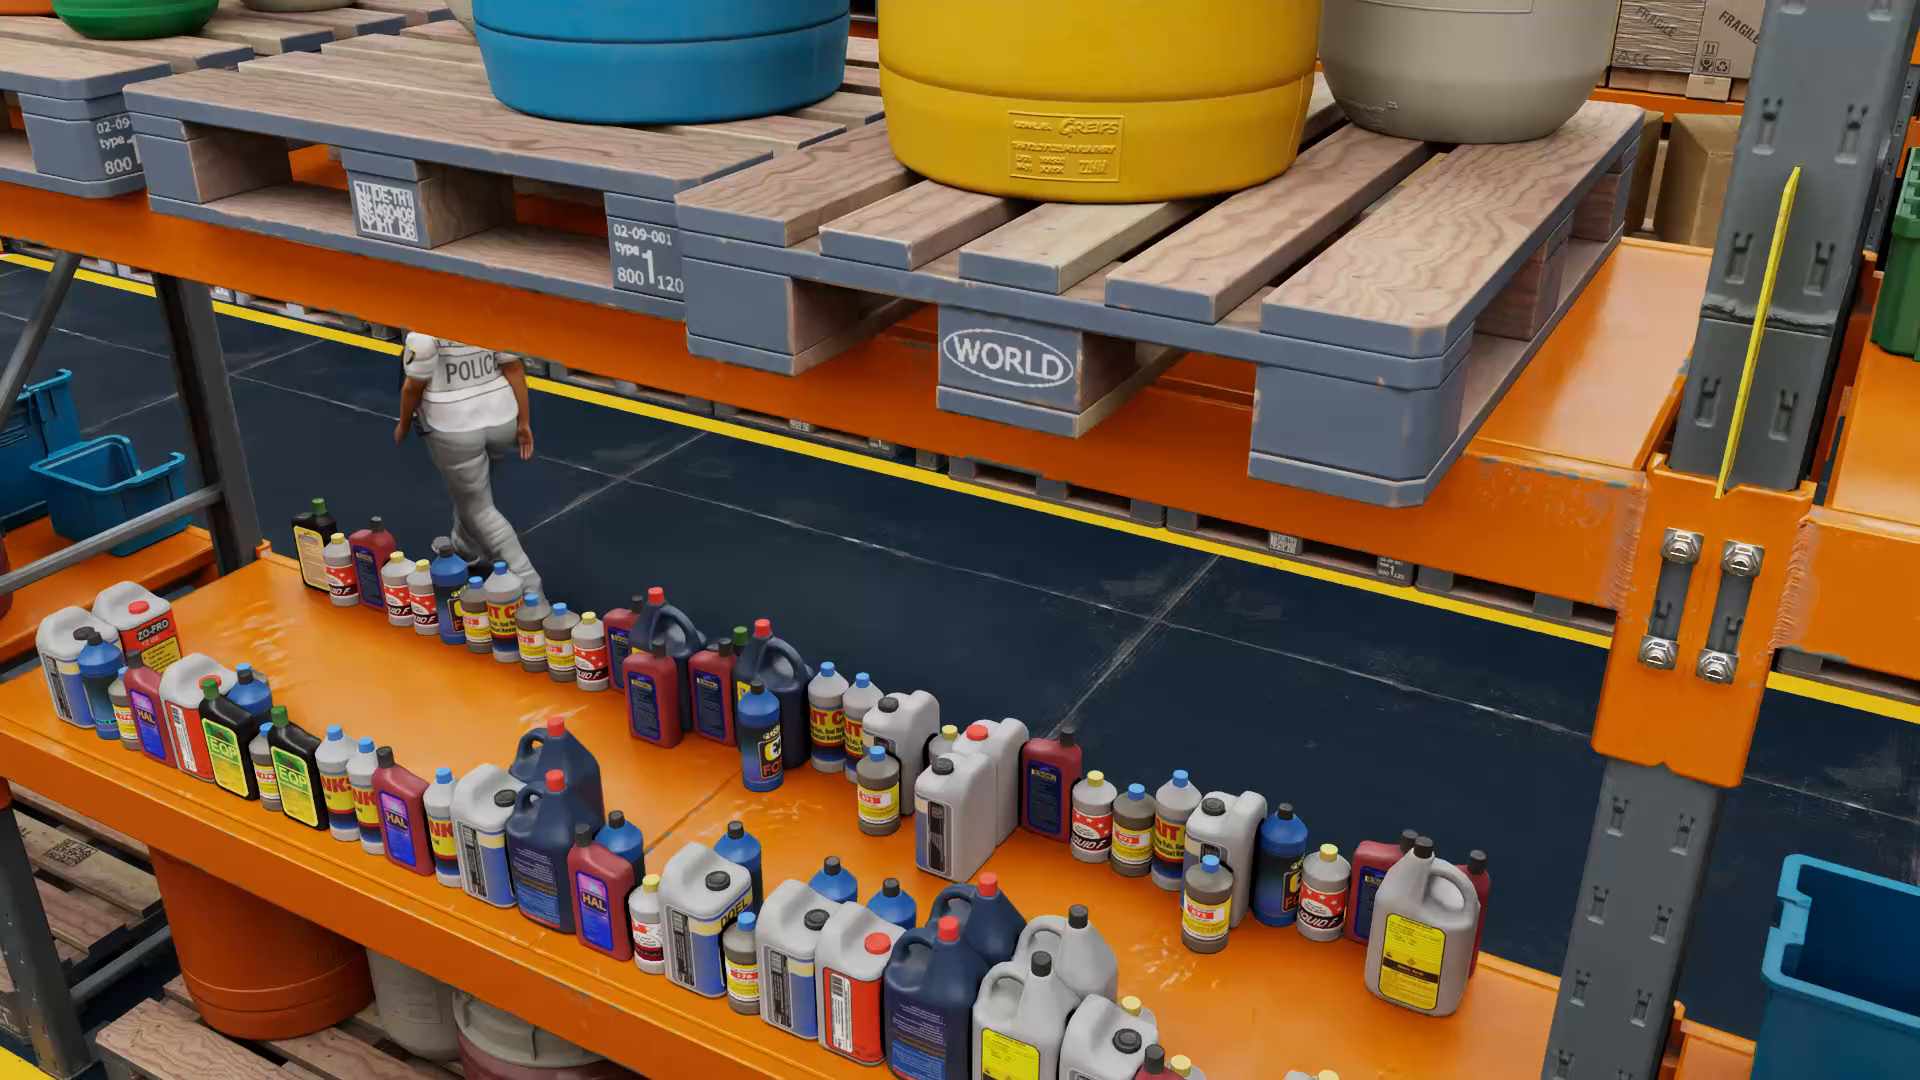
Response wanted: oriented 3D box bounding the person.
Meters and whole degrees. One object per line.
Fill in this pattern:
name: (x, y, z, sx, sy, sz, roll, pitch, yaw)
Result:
person: (-2.135, -0.506, 7.114, 1.000, 1.607, 0.481, 19, 32, 32)
